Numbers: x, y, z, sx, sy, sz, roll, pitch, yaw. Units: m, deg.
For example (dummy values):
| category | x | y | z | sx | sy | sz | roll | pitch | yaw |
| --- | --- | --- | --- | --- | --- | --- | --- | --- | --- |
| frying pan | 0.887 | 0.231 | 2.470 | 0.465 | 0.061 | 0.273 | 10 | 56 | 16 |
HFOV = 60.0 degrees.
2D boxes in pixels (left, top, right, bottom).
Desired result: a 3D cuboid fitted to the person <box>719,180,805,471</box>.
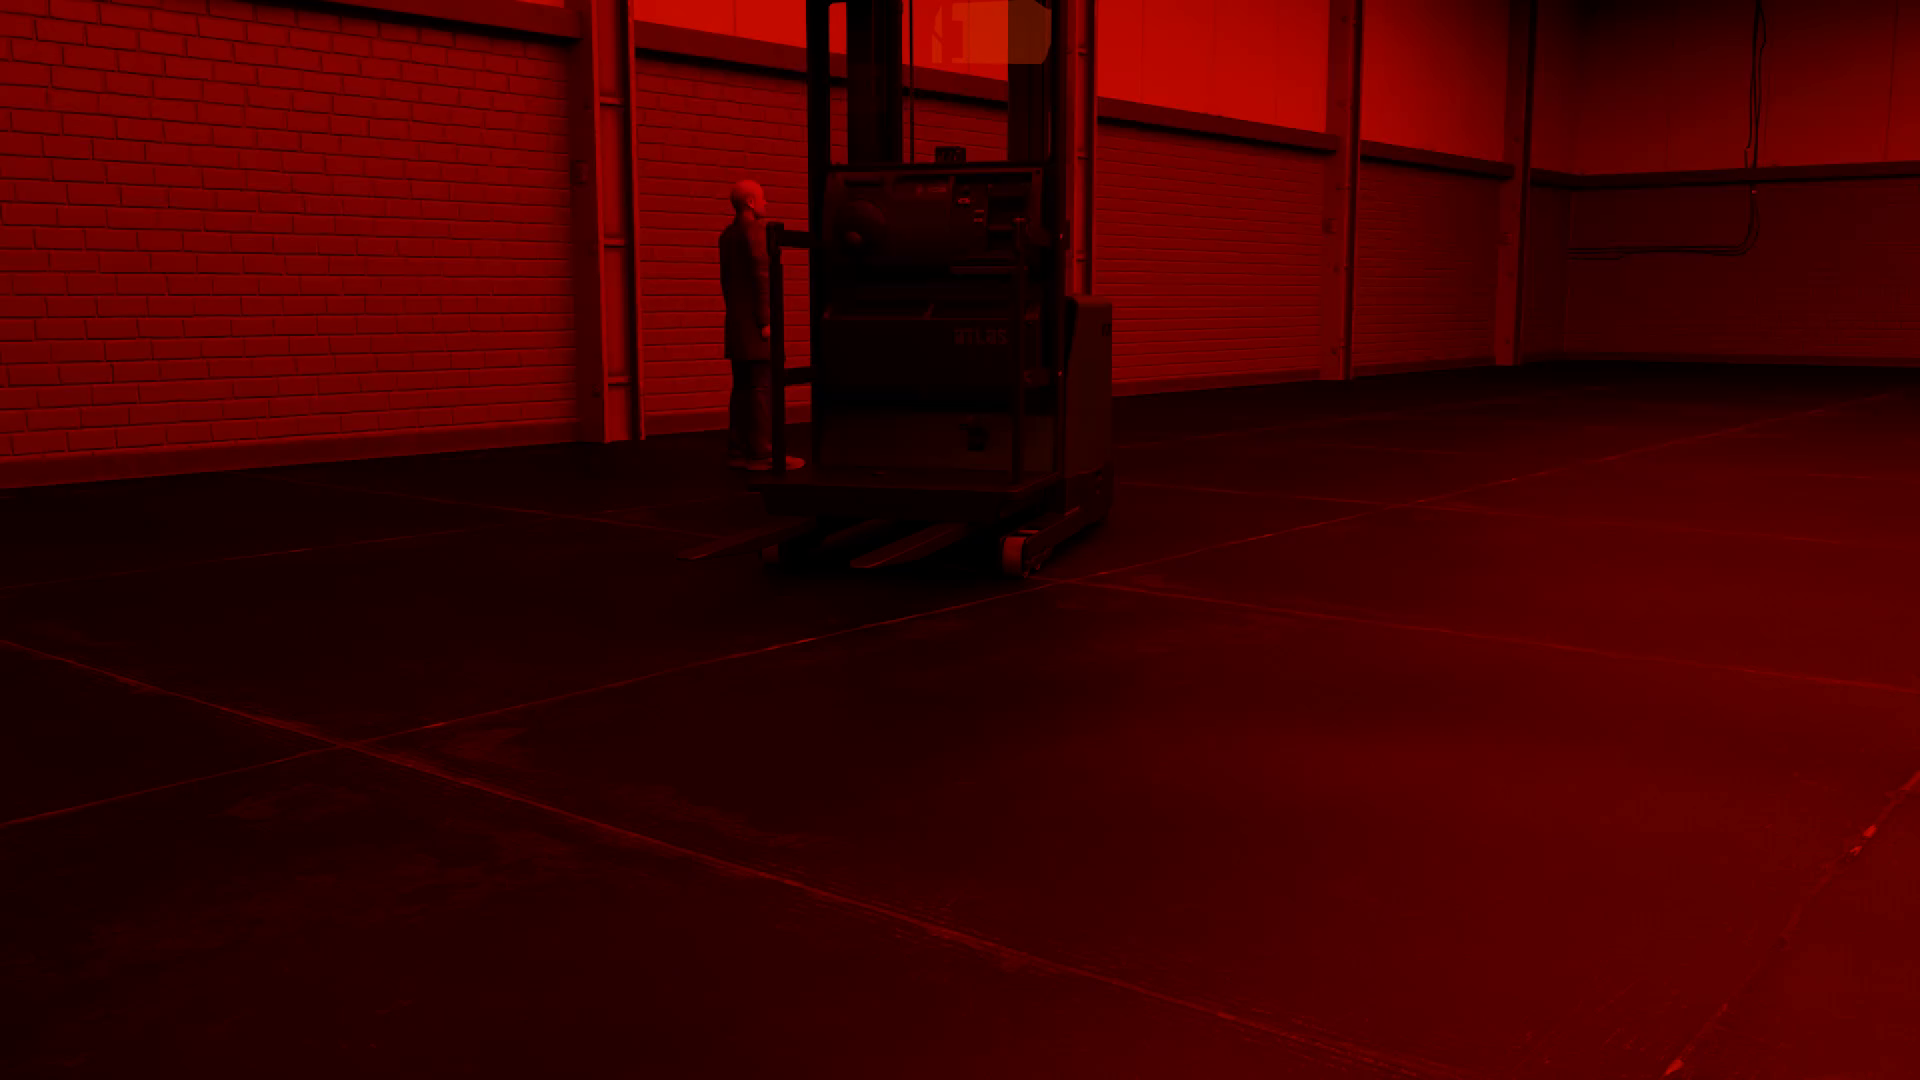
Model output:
| category | x | y | z | sx | sy | sz | roll | pitch | yaw |
| --- | --- | --- | --- | --- | --- | --- | --- | --- | --- |
| person | -1.258 | -1.337 | 10.382 | 0.392 | 1.782 | 0.547 | -5 | 10 | -31 |

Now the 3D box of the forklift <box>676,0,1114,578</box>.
| category | x | y | z | sx | sy | sz | roll | pitch | yaw |
| --- | --- | --- | --- | --- | --- | --- | --- | --- | --- |
| forklift | -0.176 | -1.366 | 6.616 | 1.130 | 2.935 | 3.031 | 3 | 9 | 17 |
